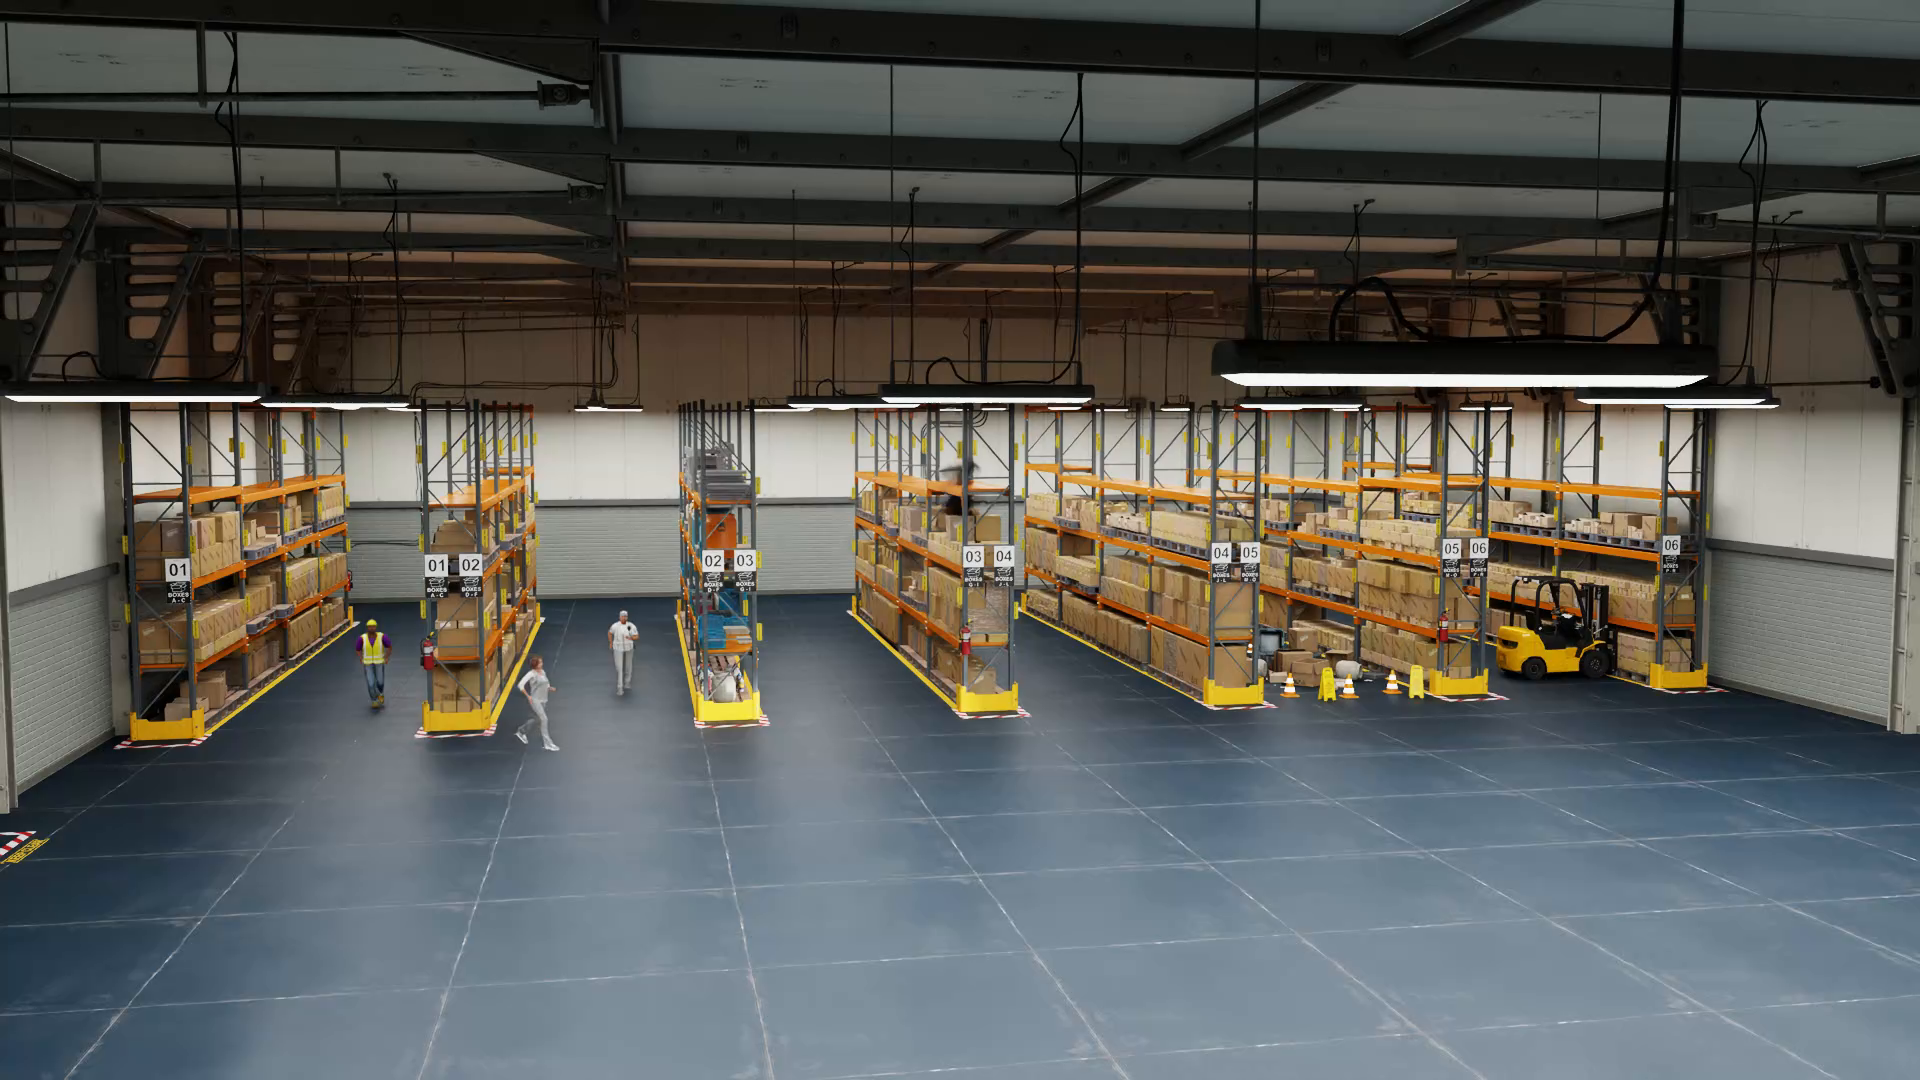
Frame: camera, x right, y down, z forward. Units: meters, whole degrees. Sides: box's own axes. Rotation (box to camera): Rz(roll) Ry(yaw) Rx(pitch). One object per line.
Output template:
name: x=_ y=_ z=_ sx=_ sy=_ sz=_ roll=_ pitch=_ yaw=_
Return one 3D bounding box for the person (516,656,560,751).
person: x=-7.214 y=2.769 z=28.331 sx=0.885 sy=1.588 sz=0.550 roll=1 pitch=5 yaw=19

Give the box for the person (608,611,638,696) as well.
person: x=-6.919 y=2.302 z=34.225 sx=0.589 sy=1.706 sz=0.830 roll=-1 pitch=4 yaw=-16

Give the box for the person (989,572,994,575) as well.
person: x=0.859 y=1.569 z=43.986 sx=0.603 sy=1.655 sz=0.544 roll=-1 pitch=4 yaw=-15

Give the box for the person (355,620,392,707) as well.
person: x=-11.426 y=2.410 z=32.406 sx=0.674 sy=1.721 sz=0.569 roll=-1 pitch=4 yaw=-17
